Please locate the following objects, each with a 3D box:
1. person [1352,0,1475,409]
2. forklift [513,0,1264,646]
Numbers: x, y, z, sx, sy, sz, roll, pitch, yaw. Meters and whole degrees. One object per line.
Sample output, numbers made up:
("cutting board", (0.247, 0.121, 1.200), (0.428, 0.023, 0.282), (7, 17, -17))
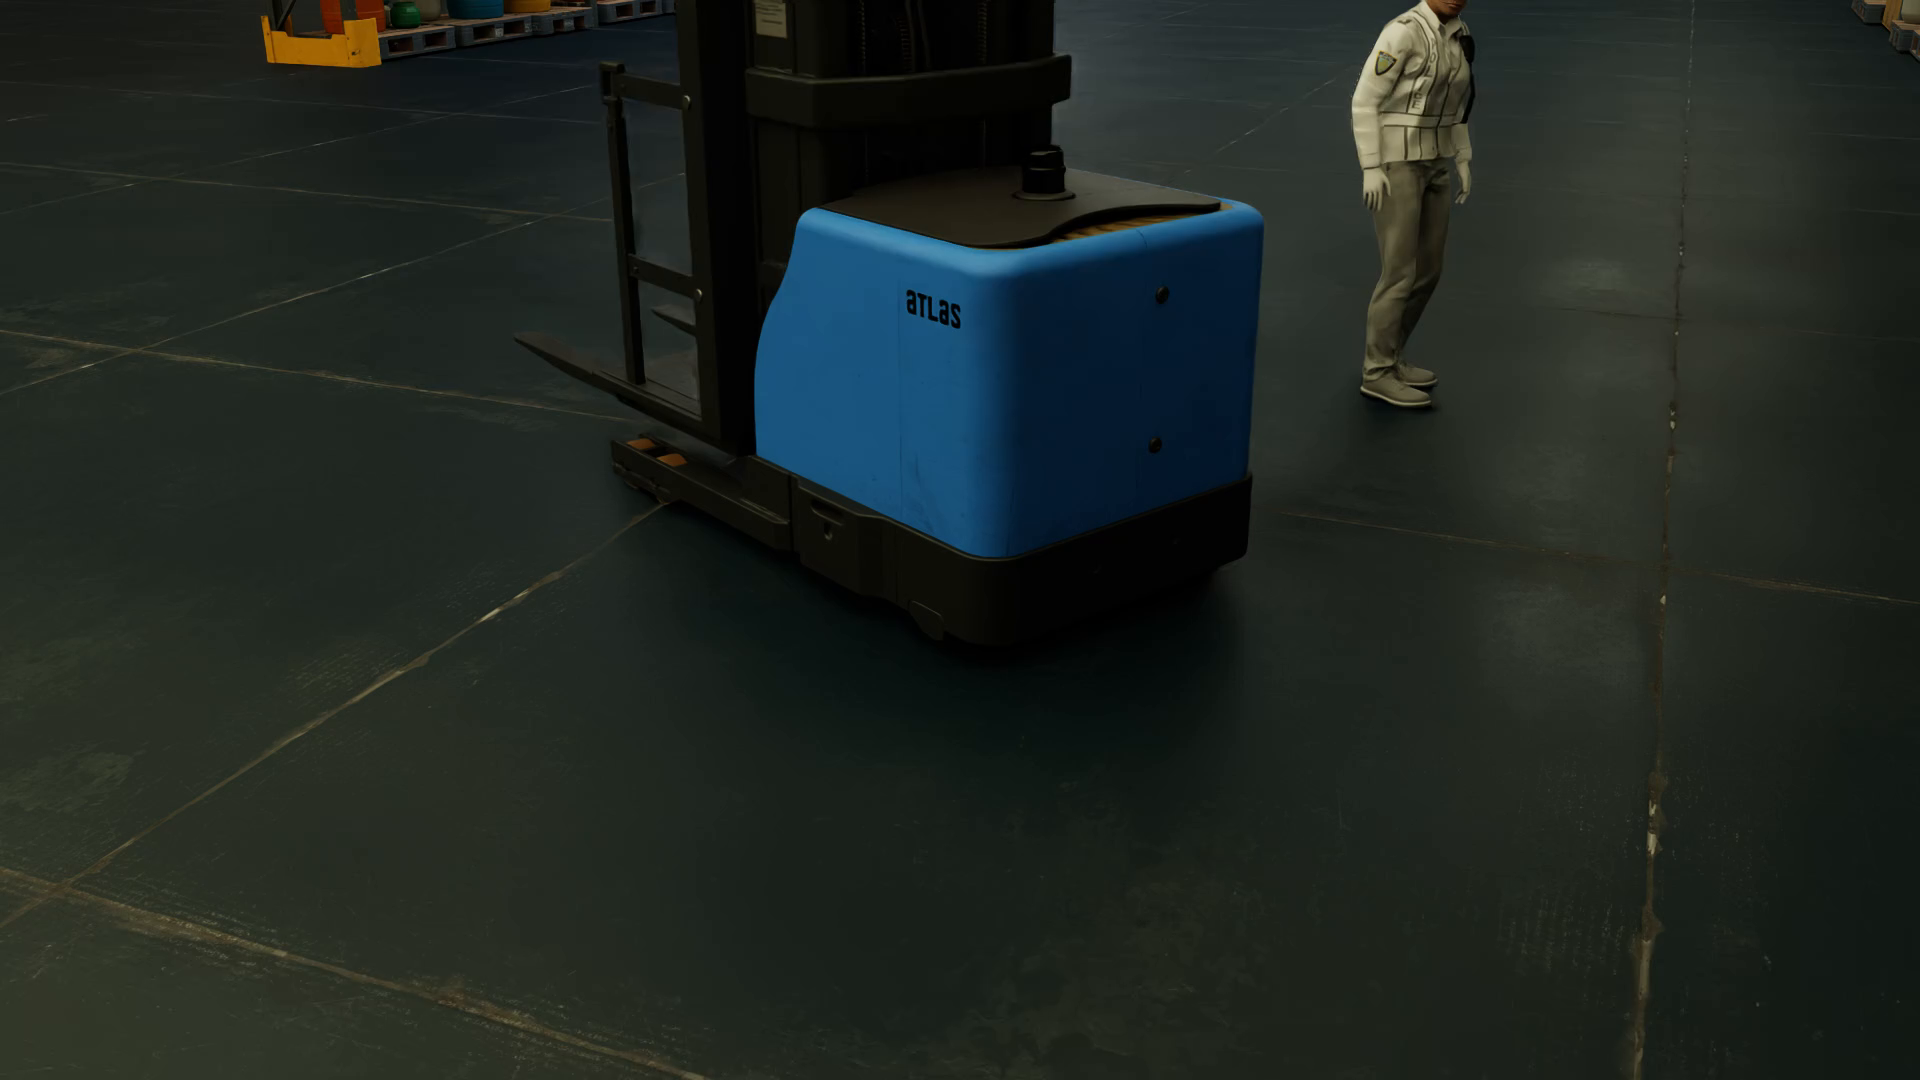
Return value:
("person", (1.722, -1.357, 6.193), (0.641, 1.658, 0.435), (-20, 30, -39))
("forklift", (-0.497, -1.574, 5.058), (1.130, 2.935, 3.031), (-18, 29, -36))
